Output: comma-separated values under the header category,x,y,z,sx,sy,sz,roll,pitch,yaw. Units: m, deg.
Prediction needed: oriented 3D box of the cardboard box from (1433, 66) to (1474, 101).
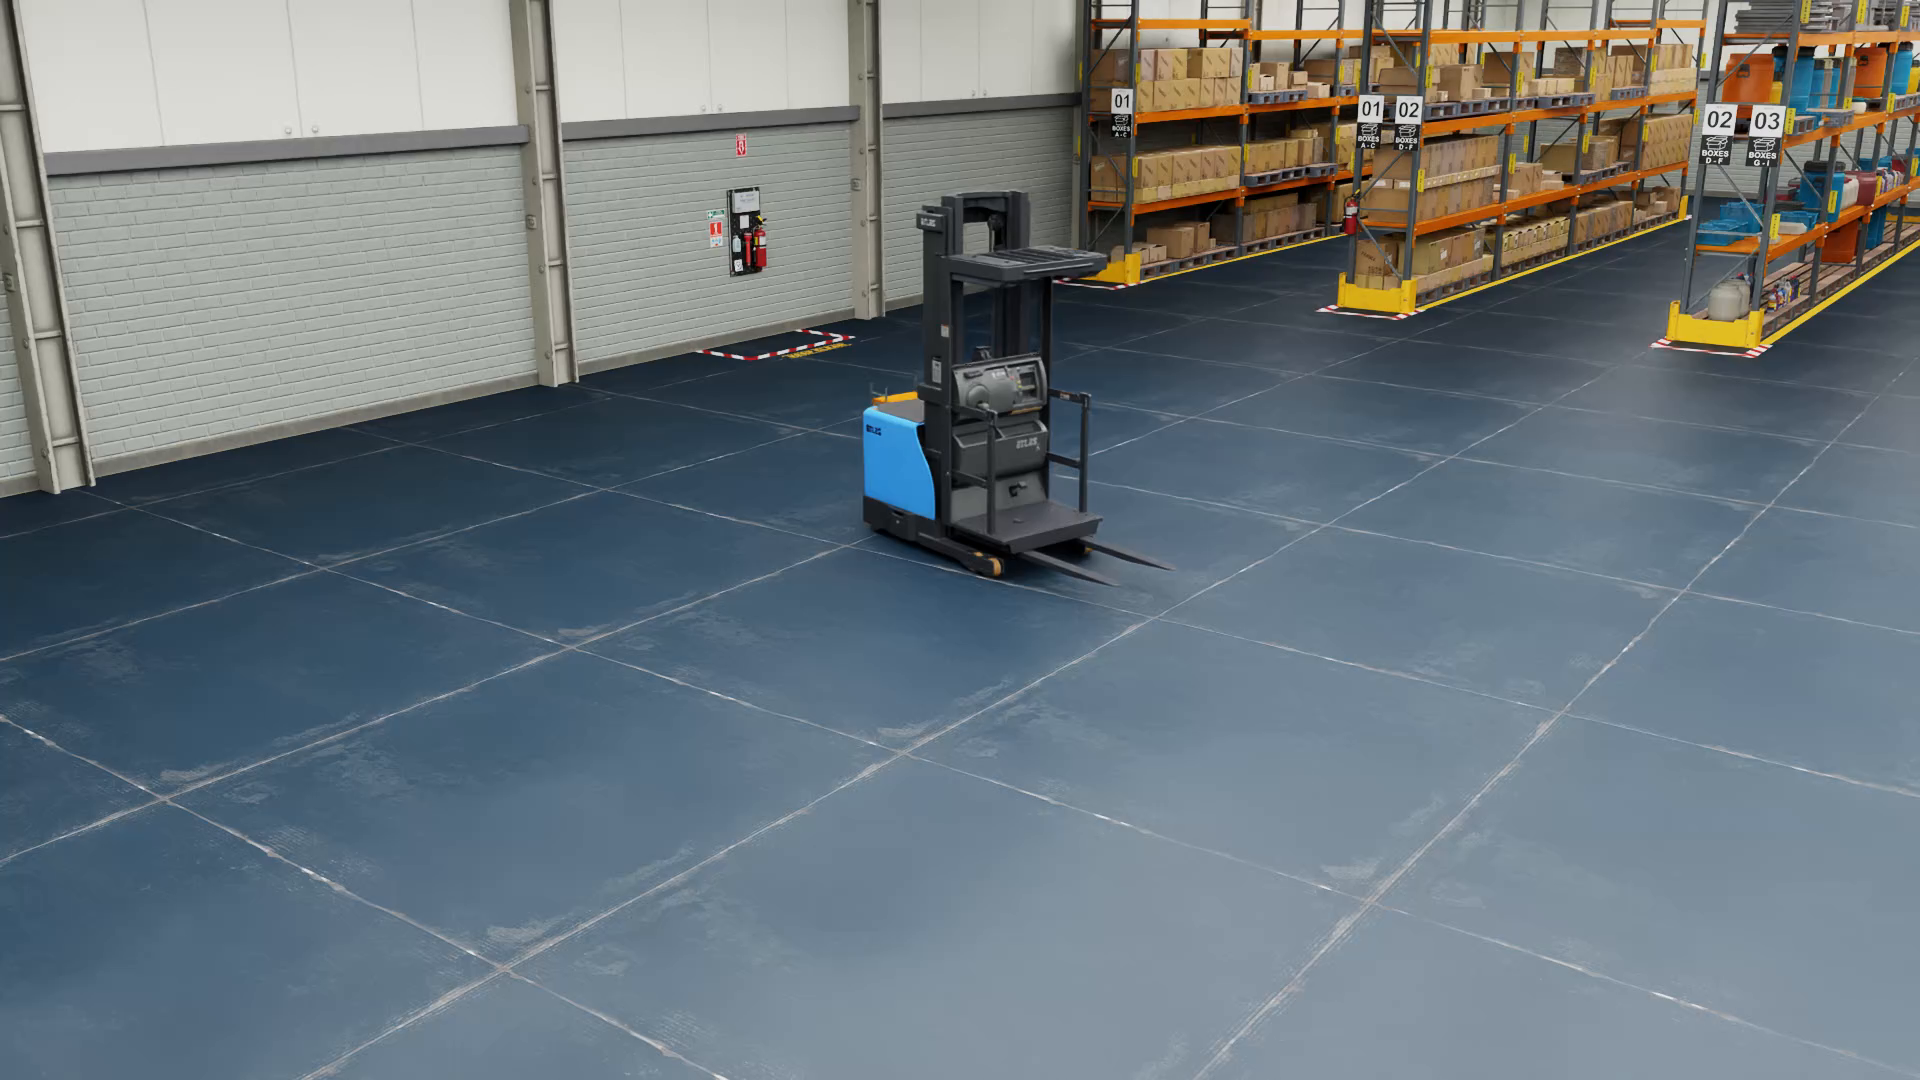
category,x,y,z,sx,sy,sz,roll,pitch,yaw
cardboard box,7.675,-7.126,25.963,0.500,0.500,0.500,12,21,35

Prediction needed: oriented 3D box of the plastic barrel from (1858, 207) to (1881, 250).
category,x,y,z,sx,sy,sz,roll,pitch,yaw
plastic barrel,16.832,-5.916,31.068,0.600,0.901,0.708,12,21,35

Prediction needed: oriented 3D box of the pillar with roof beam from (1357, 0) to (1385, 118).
category,x,y,z,sx,sy,sz,roll,pitch,yaw
pillar with roof beam,12.815,-11.188,35.097,9.100,9.000,0.400,12,21,35

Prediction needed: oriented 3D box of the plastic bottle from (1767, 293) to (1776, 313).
category,x,y,z,sx,sy,sz,roll,pitch,yaw
plastic bottle,11.772,-3.439,24.118,0.097,0.271,0.097,0,17,0

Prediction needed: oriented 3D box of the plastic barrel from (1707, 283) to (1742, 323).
category,x,y,z,sx,sy,sz,roll,pitch,yaw
plastic barrel,10.772,-3.338,23.421,0.421,0.512,0.421,0,17,0

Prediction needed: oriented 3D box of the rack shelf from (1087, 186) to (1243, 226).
category,x,y,z,sx,sy,sz,roll,pitch,yaw
rack shelf,3.677,-6.038,29.844,1.077,0.370,4.000,12,21,35

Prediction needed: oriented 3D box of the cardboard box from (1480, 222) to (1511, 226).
category,x,y,z,sx,sy,sz,roll,pitch,yaw
cardboard box,9.767,-5.649,30.359,0.500,0.311,0.500,12,21,34

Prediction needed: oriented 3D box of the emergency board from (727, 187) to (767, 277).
category,x,y,z,sx,sy,sz,roll,pitch,yaw
emergency board,-2.871,-4.214,22.757,0.194,1.169,0.643,12,21,35

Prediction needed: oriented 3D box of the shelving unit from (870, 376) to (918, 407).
category,x,y,z,sx,sy,sz,roll,pitch,yaw
shelving unit,-0.519,-0.831,14.895,0.503,1.200,0.258,-13,21,-37

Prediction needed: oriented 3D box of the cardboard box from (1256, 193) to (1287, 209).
category,x,y,z,sx,sy,sz,roll,pitch,yaw
cardboard box,6.172,-6.757,33.153,0.500,0.250,0.500,12,21,34

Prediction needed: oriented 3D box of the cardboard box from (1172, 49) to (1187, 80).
category,x,y,z,sx,sy,sz,roll,pitch,yaw
cardboard box,3.545,-8.156,28.505,0.500,0.500,0.500,13,22,36

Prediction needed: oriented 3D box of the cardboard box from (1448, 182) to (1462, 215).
category,x,y,z,sx,sy,sz,roll,pitch,yaw
cardboard box,7.674,-5.557,26.912,0.700,0.500,0.500,13,22,36

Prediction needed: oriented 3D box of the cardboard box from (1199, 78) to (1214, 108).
category,x,y,z,sx,sy,sz,roll,pitch,yaw
cardboard box,4.155,-7.927,29.453,0.500,0.500,0.500,11,21,33

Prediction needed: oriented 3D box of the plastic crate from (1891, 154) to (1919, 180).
category,x,y,z,sx,sy,sz,roll,pitch,yaw
plastic crate,18.325,-7.241,32.293,0.402,0.464,0.583,12,21,35

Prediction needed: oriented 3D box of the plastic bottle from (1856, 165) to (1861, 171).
category,x,y,z,sx,sy,sz,roll,pitch,yaw
plastic bottle,17.097,-6.953,31.660,0.144,0.351,0.185,12,21,35

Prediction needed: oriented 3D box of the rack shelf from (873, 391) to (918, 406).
category,x,y,z,sx,sy,sz,roll,pitch,yaw
rack shelf,-0.521,-1.207,14.780,0.480,0.148,0.258,-13,21,-37

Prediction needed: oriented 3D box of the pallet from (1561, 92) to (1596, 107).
category,x,y,z,sx,sy,sz,roll,pitch,yaw
pallet,10.900,-8.101,30.535,1.213,0.211,1.003,14,22,37

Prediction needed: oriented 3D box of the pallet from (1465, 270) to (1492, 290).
category,x,y,z,sx,sy,sz,roll,pitch,yaw
pallet,8.341,-4.470,28.283,1.003,0.211,1.213,12,21,35

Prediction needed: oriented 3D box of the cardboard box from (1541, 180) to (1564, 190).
category,x,y,z,sx,sy,sz,roll,pitch,yaw
cardboard box,10.918,-6.554,30.713,0.380,0.149,0.250,12,21,35

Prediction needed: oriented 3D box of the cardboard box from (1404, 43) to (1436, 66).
category,x,y,z,sx,sy,sz,roll,pitch,yaw
cardboard box,10.285,-10.851,37.183,0.500,0.500,0.500,12,21,34

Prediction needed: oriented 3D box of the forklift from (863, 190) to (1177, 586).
category,x,y,z,sx,sy,sz,roll,pitch,yaw
forklift,0.465,-1.258,13.354,1.130,2.935,3.031,-13,22,-37

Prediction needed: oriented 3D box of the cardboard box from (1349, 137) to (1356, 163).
category,x,y,z,sx,sy,sz,roll,pitch,yaw
cardboard box,8.066,-8.204,34.900,0.500,0.500,0.500,13,22,36

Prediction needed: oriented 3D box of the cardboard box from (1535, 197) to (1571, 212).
category,x,y,z,sx,sy,sz,roll,pitch,yaw
cardboard box,11.631,-6.589,32.614,0.500,0.250,0.500,13,22,37

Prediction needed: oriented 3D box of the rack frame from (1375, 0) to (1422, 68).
category,x,y,z,sx,sy,sz,roll,pitch,yaw
rack frame,9.635,-11.629,36.517,1.000,3.000,0.127,12,21,35

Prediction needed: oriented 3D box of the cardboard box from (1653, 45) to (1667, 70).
category,x,y,z,sx,sy,sz,roll,pitch,yaw
cardboard box,14.286,-10.064,34.680,0.700,0.500,0.500,12,21,35

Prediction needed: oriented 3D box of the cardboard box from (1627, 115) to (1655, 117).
category,x,y,z,sx,sy,sz,roll,pitch,yaw
cardboard box,14.915,-9.064,36.519,0.500,0.500,0.500,13,21,35

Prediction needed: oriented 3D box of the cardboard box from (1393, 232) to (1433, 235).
category,x,y,z,sx,sy,sz,roll,pitch,yaw
cardboard box,7.429,-4.817,27.360,0.500,0.500,0.500,12,21,35

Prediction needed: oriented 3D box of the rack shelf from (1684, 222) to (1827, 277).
category,x,y,z,sx,sy,sz,roll,pitch,yaw
rack shelf,11.633,-4.288,24.206,1.077,0.370,4.000,12,21,35

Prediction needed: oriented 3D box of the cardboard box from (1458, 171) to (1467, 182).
category,x,y,z,sx,sy,sz,roll,pitch,yaw
cardboard box,7.945,-5.873,26.835,0.380,0.149,0.250,13,22,36

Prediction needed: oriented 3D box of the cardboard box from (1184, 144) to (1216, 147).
category,x,y,z,sx,sy,sz,roll,pitch,yaw
cardboard box,4.421,-7.079,30.938,0.500,0.500,0.500,12,21,33

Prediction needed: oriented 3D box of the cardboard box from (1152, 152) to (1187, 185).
category,x,y,z,sx,sy,sz,roll,pitch,yaw
cardboard box,3.626,-6.500,29.072,0.500,0.500,0.500,12,21,33

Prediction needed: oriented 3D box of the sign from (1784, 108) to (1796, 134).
category,x,y,z,sx,sy,sz,roll,pitch,yaw
sign,10.881,-5.494,21.803,0.100,0.325,0.005,12,21,35

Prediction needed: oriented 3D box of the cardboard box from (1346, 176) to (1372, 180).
category,x,y,z,sx,sy,sz,roll,pitch,yaw
cardboard box,8.825,-7.548,36.407,0.750,0.750,0.750,13,22,36

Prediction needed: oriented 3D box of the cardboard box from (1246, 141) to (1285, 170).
category,x,y,z,sx,sy,sz,roll,pitch,yaw
cardboard box,5.905,-7.526,32.509,0.700,0.500,0.500,16,24,42

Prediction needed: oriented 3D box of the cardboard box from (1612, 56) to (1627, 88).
category,x,y,z,sx,sy,sz,roll,pitch,yaw
cardboard box,12.876,-9.348,33.184,0.600,0.600,0.600,12,21,34

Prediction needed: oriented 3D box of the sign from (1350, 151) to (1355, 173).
category,x,y,z,sx,sy,sz,roll,pitch,yaw
sign,6.038,-5.796,25.500,0.100,0.325,0.005,12,21,35

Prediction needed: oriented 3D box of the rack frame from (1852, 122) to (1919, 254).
category,x,y,z,sx,sy,sz,roll,pitch,yaw
rack frame,17.591,-7.013,31.769,1.000,3.000,0.127,12,21,35

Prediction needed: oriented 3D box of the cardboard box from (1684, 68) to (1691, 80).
category,x,y,z,sx,sy,sz,roll,pitch,yaw
cardboard box,15.600,-10.155,36.239,0.500,0.250,0.500,12,21,35

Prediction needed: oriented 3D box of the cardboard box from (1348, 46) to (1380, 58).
category,x,y,z,sx,sy,sz,roll,pitch,yaw
cardboard box,8.689,-10.492,35.739,0.500,0.250,0.500,12,21,33

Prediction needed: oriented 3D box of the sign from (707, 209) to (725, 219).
category,x,y,z,sx,sy,sz,roll,pitch,yaw
sign,-3.273,-4.370,22.306,0.001,0.109,0.331,12,21,35

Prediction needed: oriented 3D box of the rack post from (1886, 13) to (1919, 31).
category,x,y,z,sx,sy,sz,roll,pitch,yaw
rack post,16.488,-9.135,29.329,0.937,0.300,0.954,15,23,40

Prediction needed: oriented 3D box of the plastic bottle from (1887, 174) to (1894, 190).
category,x,y,z,sx,sy,sz,roll,pitch,yaw
plastic bottle,17.098,-6.596,30.635,0.152,0.276,0.135,12,21,35

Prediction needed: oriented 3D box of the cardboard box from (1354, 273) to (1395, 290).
category,x,y,z,sx,sy,sz,roll,pitch,yaw
cardboard box,6.548,-4.099,26.312,0.500,0.250,0.500,12,21,35

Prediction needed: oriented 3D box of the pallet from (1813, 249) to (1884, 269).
category,x,y,z,sx,sy,sz,roll,pitch,yaw
pallet,16.372,-5.213,30.675,1.003,0.211,1.213,12,21,35

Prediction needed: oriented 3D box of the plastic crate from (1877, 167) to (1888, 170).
category,x,y,z,sx,sy,sz,roll,pitch,yaw
plastic crate,18.388,-7.384,33.306,0.293,0.136,0.466,12,21,35

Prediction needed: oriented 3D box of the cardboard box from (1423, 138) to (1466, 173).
category,x,y,z,sx,sy,sz,roll,pitch,yaw
cardboard box,7.693,-6.186,26.749,0.700,0.500,0.500,12,21,35

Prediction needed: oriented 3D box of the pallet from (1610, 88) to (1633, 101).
category,x,y,z,sx,sy,sz,roll,pitch,yaw
pallet,12.555,-8.842,32.917,1.213,0.211,1.003,12,21,35

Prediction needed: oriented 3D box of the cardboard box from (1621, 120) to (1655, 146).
category,x,y,z,sx,sy,sz,roll,pitch,yaw
cardboard box,14.122,-8.477,34.629,0.500,0.500,0.500,13,22,36

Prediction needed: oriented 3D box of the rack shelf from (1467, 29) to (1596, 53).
category,x,y,z,sx,sy,sz,roll,pitch,yaw
rack shelf,10.041,-8.791,29.265,1.077,0.370,4.000,12,21,35

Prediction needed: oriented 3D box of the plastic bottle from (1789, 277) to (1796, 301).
category,x,y,z,sx,sy,sz,roll,pitch,yaw
plastic bottle,12.558,-3.803,25.156,0.144,0.351,0.185,11,20,32

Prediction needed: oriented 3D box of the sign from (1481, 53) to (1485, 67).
category,x,y,z,sx,sy,sz,roll,pitch,yaw
sign,12.446,-11.435,39.591,0.100,0.325,0.005,12,21,35

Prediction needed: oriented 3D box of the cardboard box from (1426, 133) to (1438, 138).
category,x,y,z,sx,sy,sz,roll,pitch,yaw
cardboard box,10.411,-9.206,38.326,0.980,0.700,0.700,12,21,33

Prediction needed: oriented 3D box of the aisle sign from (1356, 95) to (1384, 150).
category,x,y,z,sx,sy,sz,roll,pitch,yaw
aisle sign,6.191,-6.309,25.118,0.394,0.787,0.004,12,21,35

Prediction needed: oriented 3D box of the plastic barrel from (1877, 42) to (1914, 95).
category,x,y,z,sx,sy,sz,roll,pitch,yaw
plastic barrel,16.697,-8.452,29.792,0.600,0.901,0.708,12,21,35

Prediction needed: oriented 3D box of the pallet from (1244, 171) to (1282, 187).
category,x,y,z,sx,sy,sz,roll,pitch,yaw
pallet,5.441,-6.923,31.803,1.003,0.211,1.213,12,21,35
